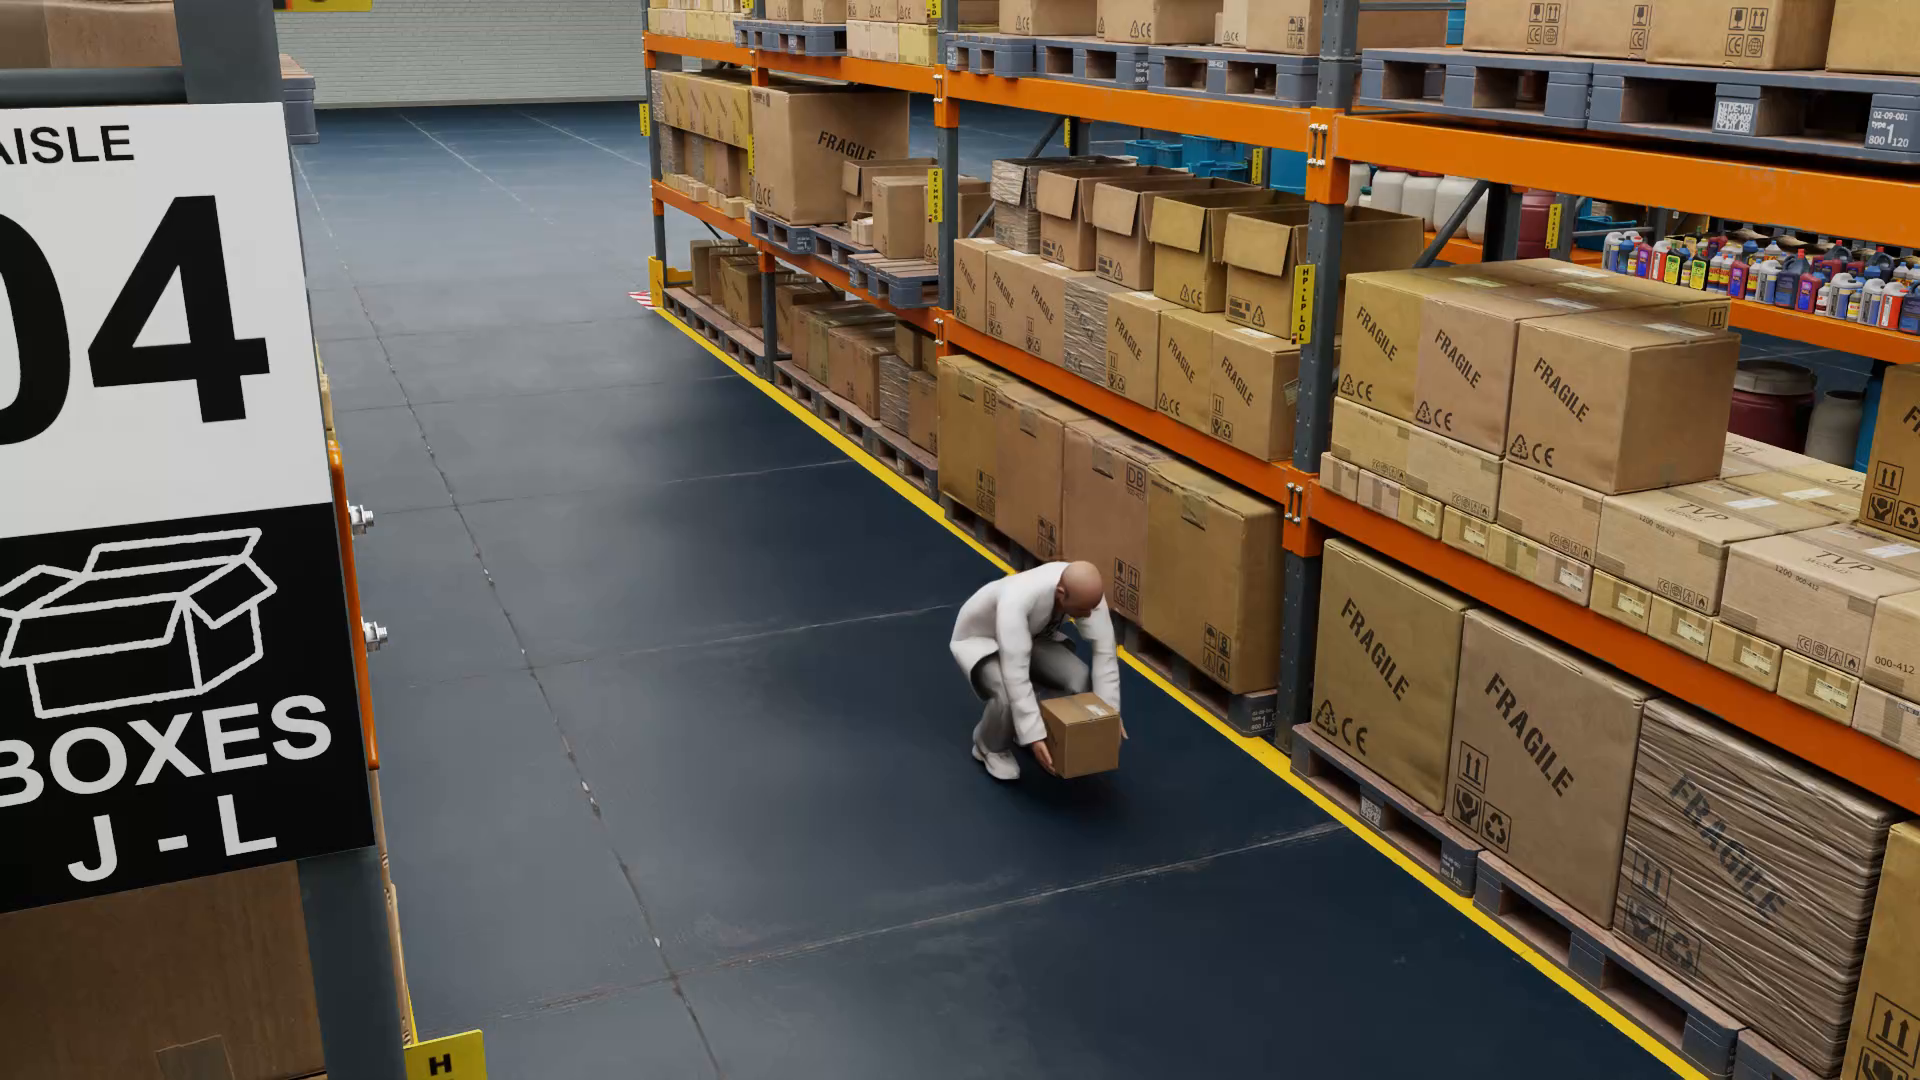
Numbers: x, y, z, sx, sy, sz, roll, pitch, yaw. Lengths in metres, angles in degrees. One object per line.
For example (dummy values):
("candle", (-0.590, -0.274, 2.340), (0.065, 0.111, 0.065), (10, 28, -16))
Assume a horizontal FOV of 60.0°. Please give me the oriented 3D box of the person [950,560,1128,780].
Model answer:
("person", (0.325, 0.522, 7.211), (0.609, 1.029, 0.895), (-10, 21, -27))
